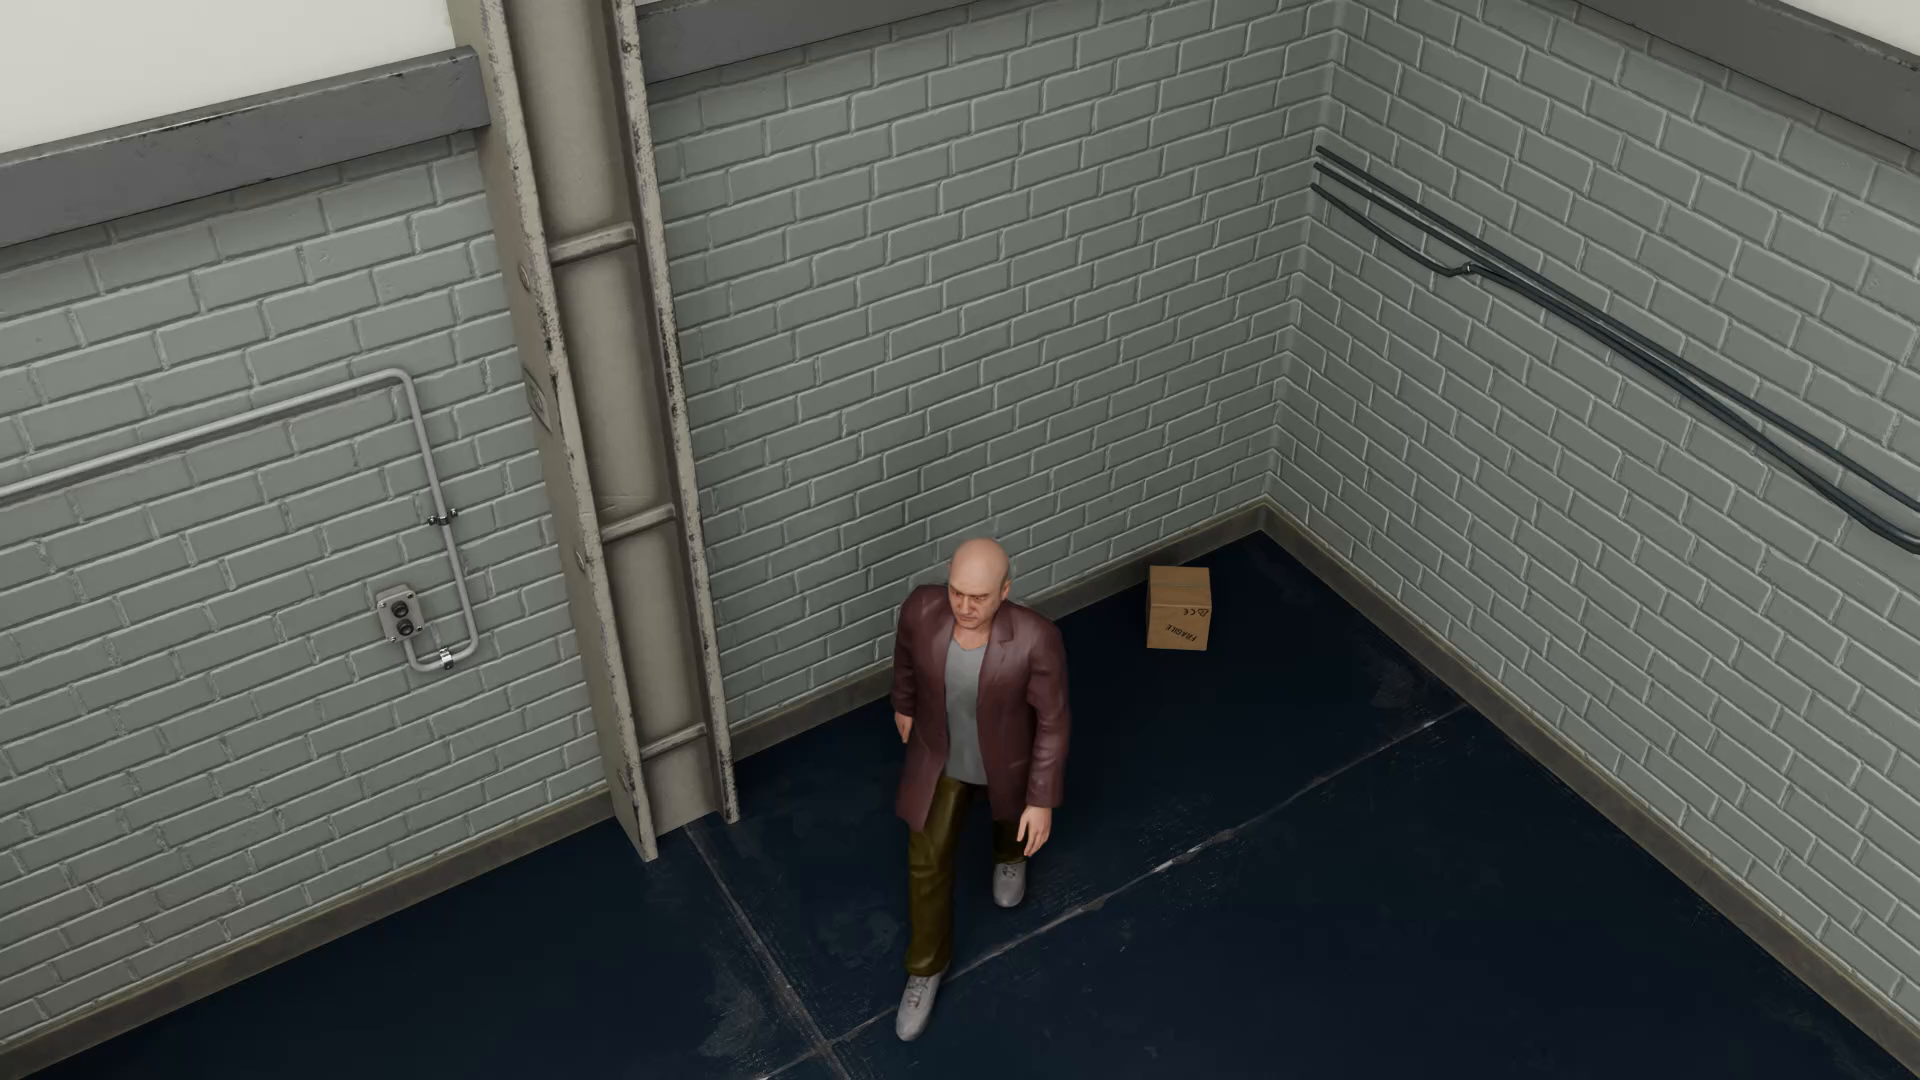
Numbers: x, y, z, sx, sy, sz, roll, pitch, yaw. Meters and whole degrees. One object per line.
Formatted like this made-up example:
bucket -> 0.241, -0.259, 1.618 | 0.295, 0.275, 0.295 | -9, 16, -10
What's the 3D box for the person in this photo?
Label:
person -> 0.030, 0.727, 5.312 | 0.658, 1.780, 0.950 | 11, 41, 13
